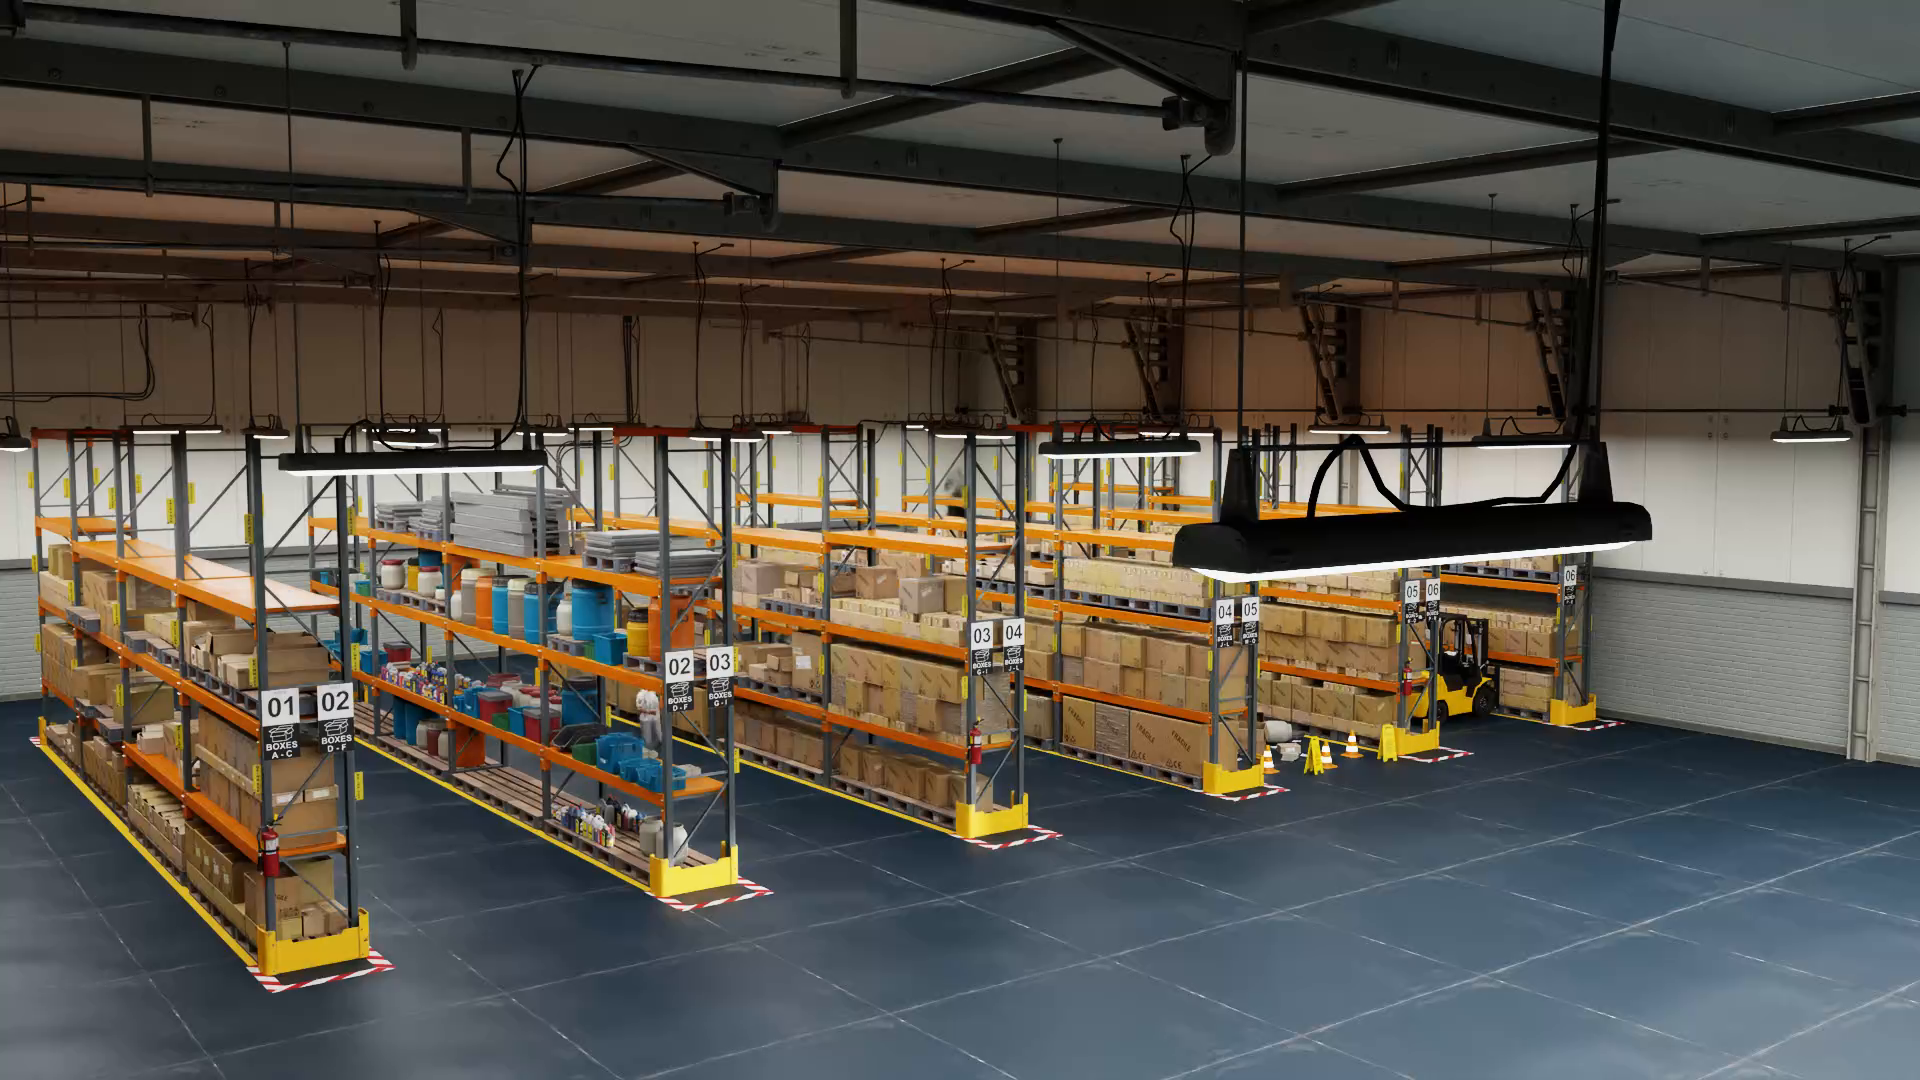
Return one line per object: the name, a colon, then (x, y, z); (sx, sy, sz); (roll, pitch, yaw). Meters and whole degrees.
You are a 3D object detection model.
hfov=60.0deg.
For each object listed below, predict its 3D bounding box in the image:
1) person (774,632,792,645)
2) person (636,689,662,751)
person: (-4.533, 2.206, 41.816); (0.942, 1.623, 0.615); (2, 5, 27)
person: (-5.444, 3.192, 29.417); (0.558, 1.653, 0.587); (-4, 6, -40)
